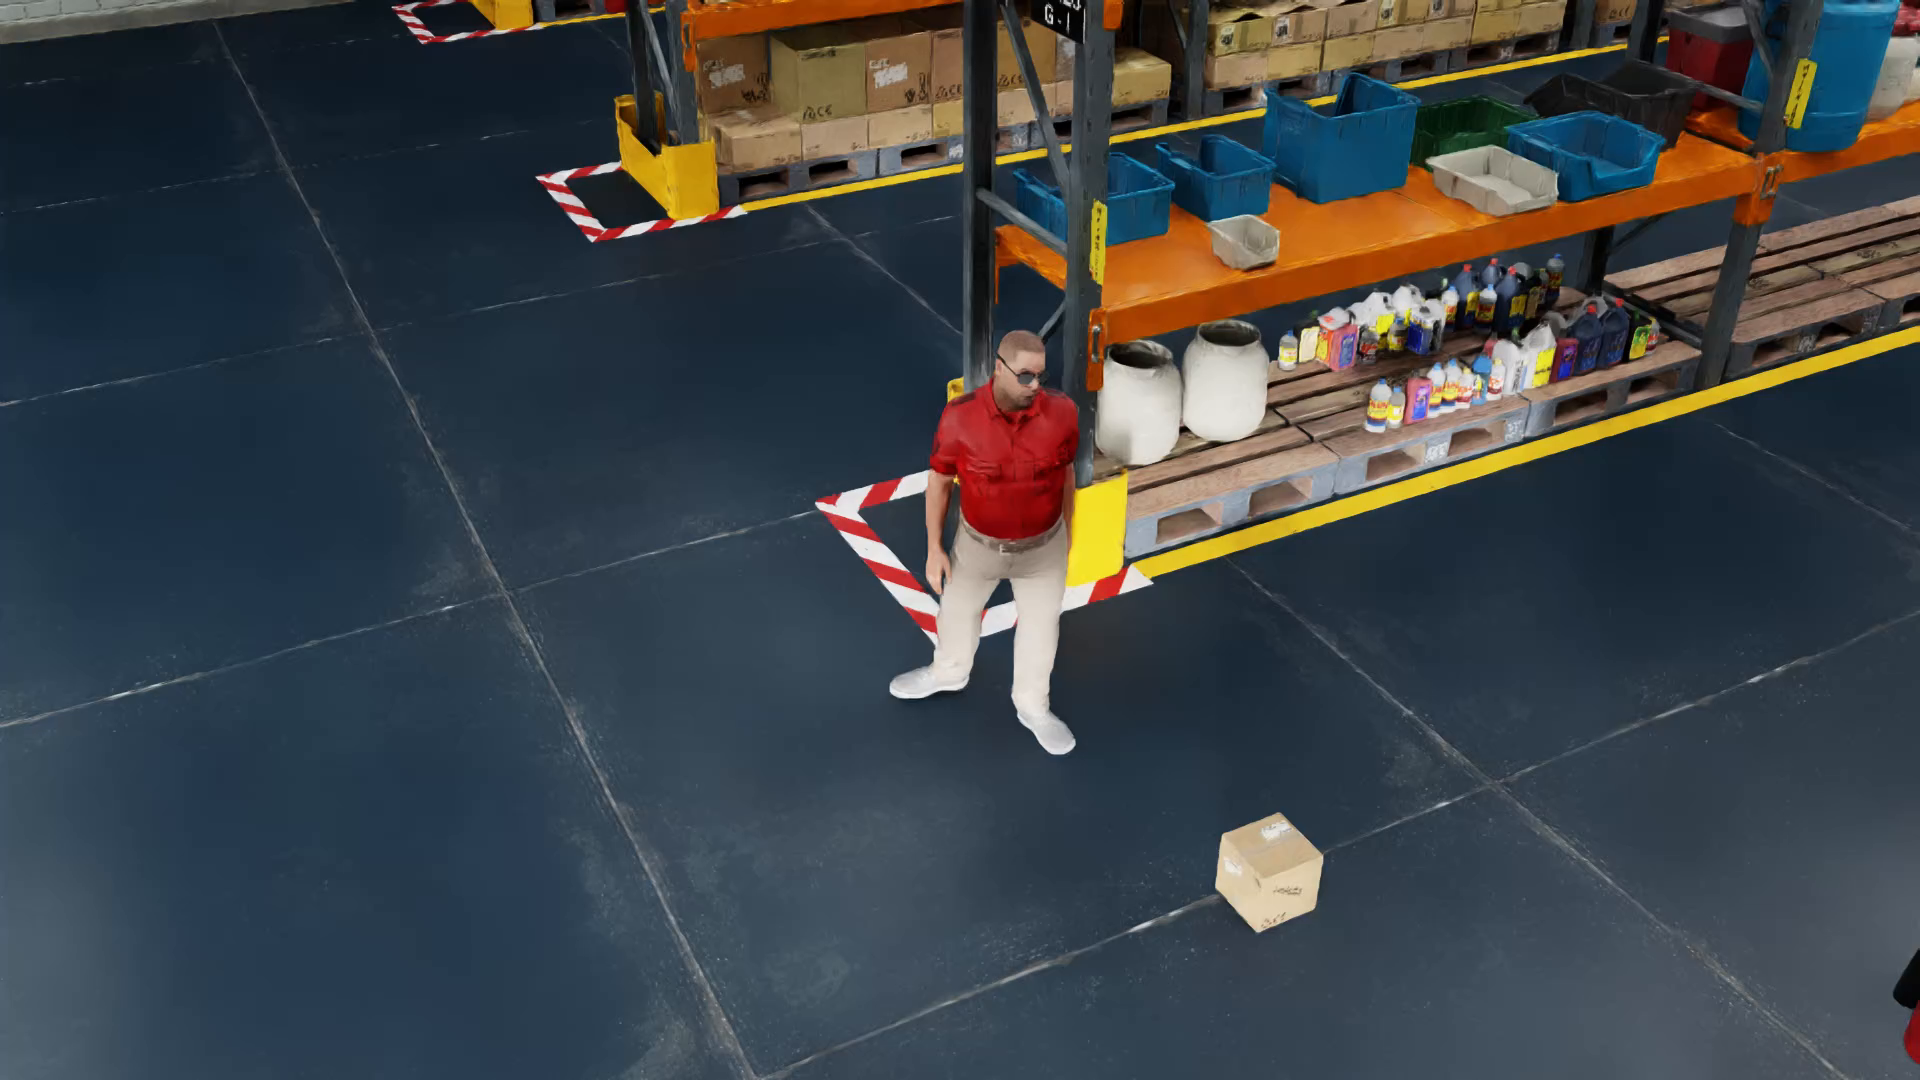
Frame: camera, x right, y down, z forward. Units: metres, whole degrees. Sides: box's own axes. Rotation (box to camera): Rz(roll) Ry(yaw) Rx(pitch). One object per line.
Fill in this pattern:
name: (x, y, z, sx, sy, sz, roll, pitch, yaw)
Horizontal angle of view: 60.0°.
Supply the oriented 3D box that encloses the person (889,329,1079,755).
person: (0.079, -0.007, 6.164, 0.722, 1.723, 0.501, -1, 33, -2)
